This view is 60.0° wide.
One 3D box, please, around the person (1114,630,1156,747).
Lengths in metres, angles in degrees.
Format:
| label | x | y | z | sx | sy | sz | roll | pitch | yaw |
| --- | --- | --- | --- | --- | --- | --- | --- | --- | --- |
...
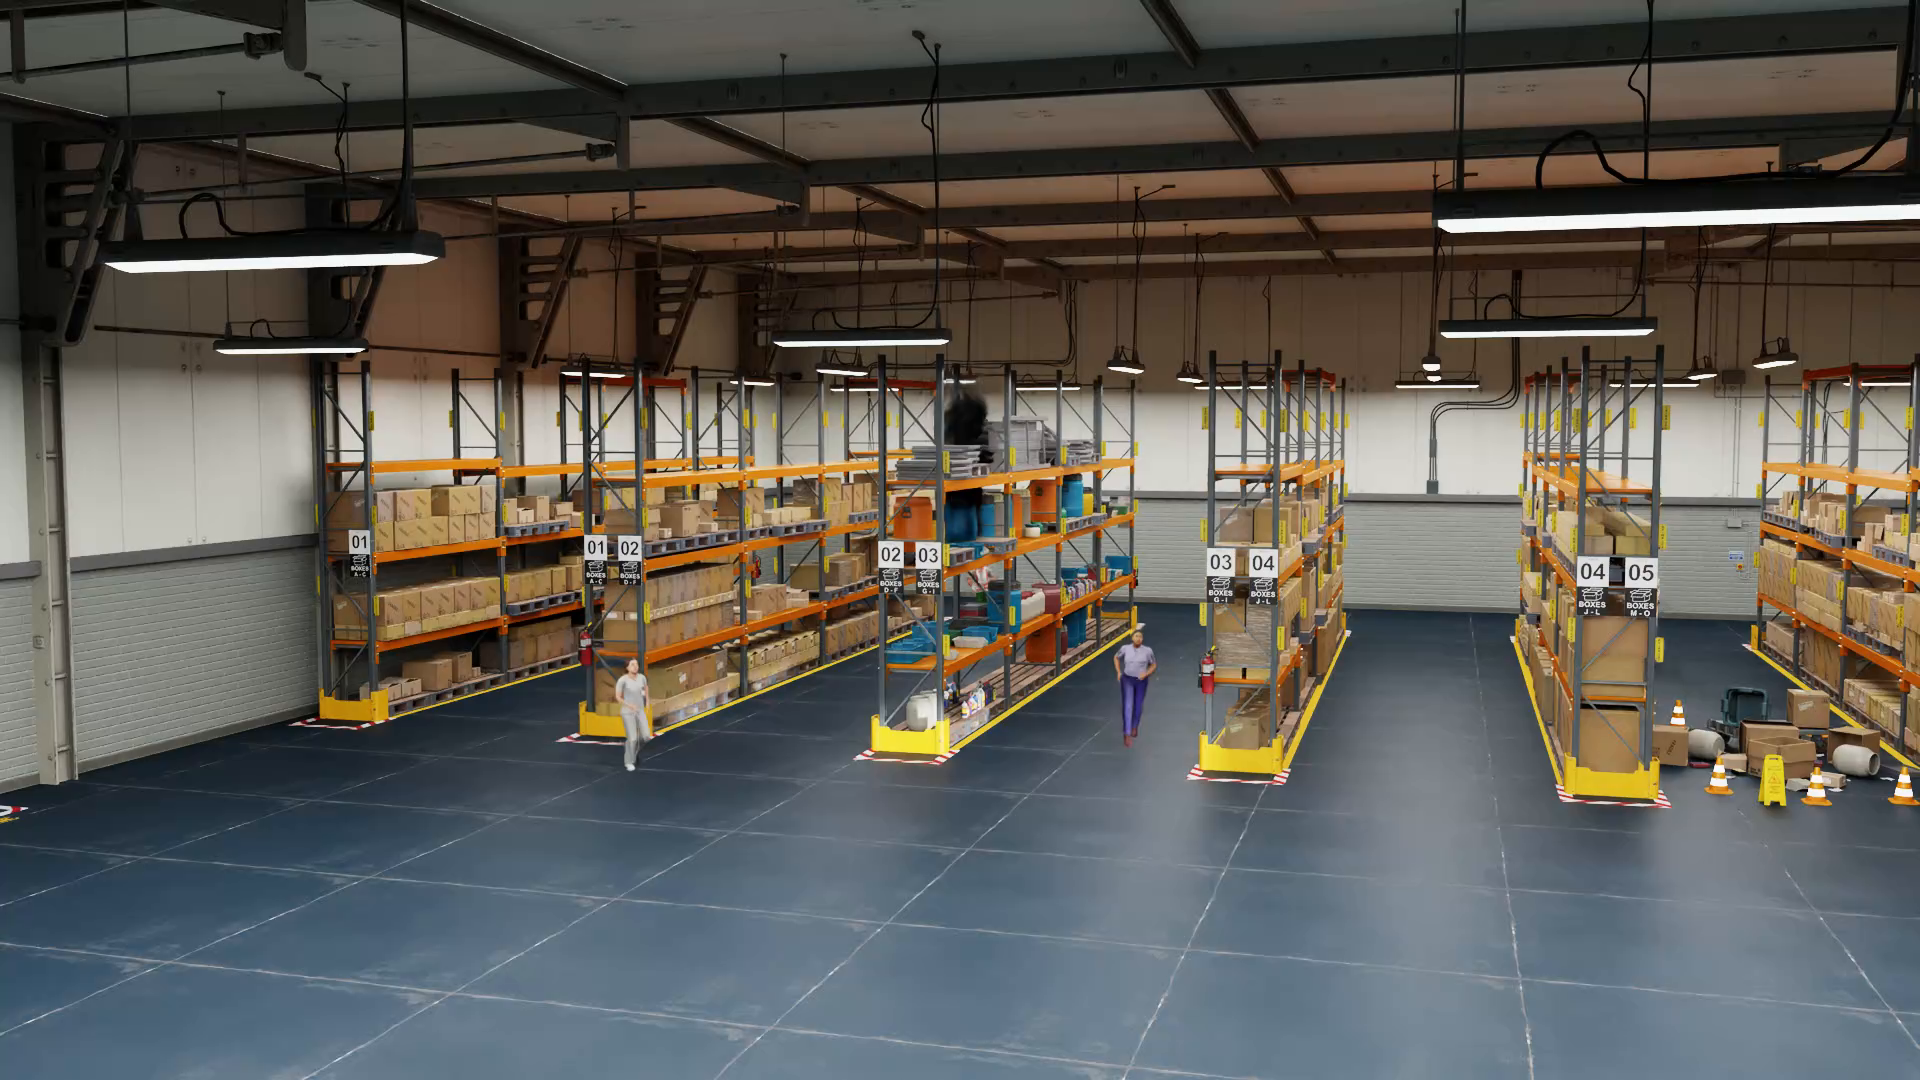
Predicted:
| label | x | y | z | sx | sy | sz | roll | pitch | yaw |
| --- | --- | --- | --- | --- | --- | --- | --- | --- | --- |
| person | 2.600 | 2.173 | 24.708 | 0.624 | 1.686 | 0.791 | 0 | 4 | 2 |

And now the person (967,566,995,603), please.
| label | x | y | z | sx | sy | sz | roll | pitch | yaw |
| --- | --- | --- | --- | --- | --- | --- | --- | --- | --- |
| person | 0.526 | 1.253 | 40.551 | 0.687 | 1.728 | 0.649 | -1 | 4 | -8 |

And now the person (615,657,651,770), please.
| label | x | y | z | sx | sy | sz | roll | pitch | yaw |
| --- | --- | --- | --- | --- | --- | --- | --- | --- | --- |
| person | -4.674 | 2.484 | 23.880 | 0.597 | 1.632 | 0.575 | -4 | 5 | -41 |
